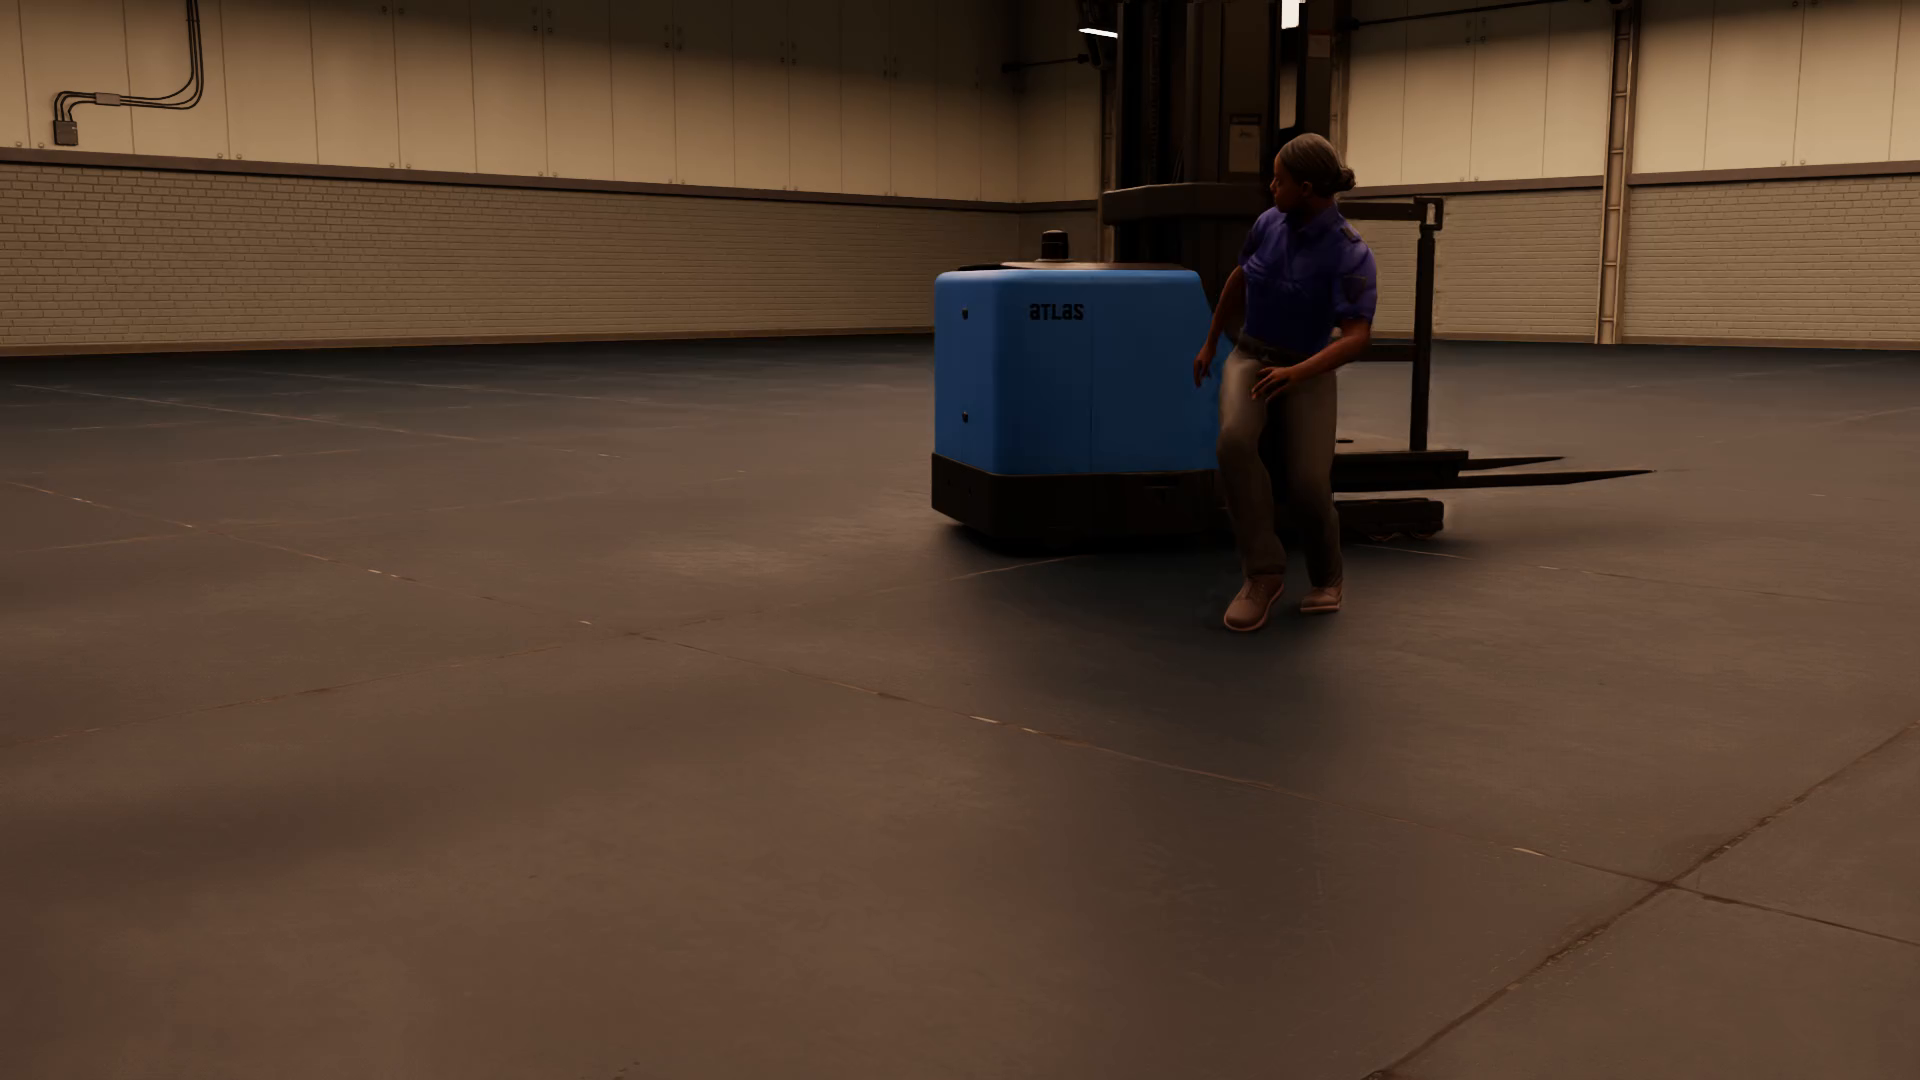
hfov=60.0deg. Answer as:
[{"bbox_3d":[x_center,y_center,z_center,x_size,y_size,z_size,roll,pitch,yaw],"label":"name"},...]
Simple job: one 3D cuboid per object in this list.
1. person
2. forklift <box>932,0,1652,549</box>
[{"bbox_3d":[0.930,-0.491,5.127,0.683,1.477,0.739,5,10,28],"label":"person"},{"bbox_3d":[1.454,-1.514,6.929,3.031,2.935,1.130,-2,9,-16],"label":"forklift"}]
